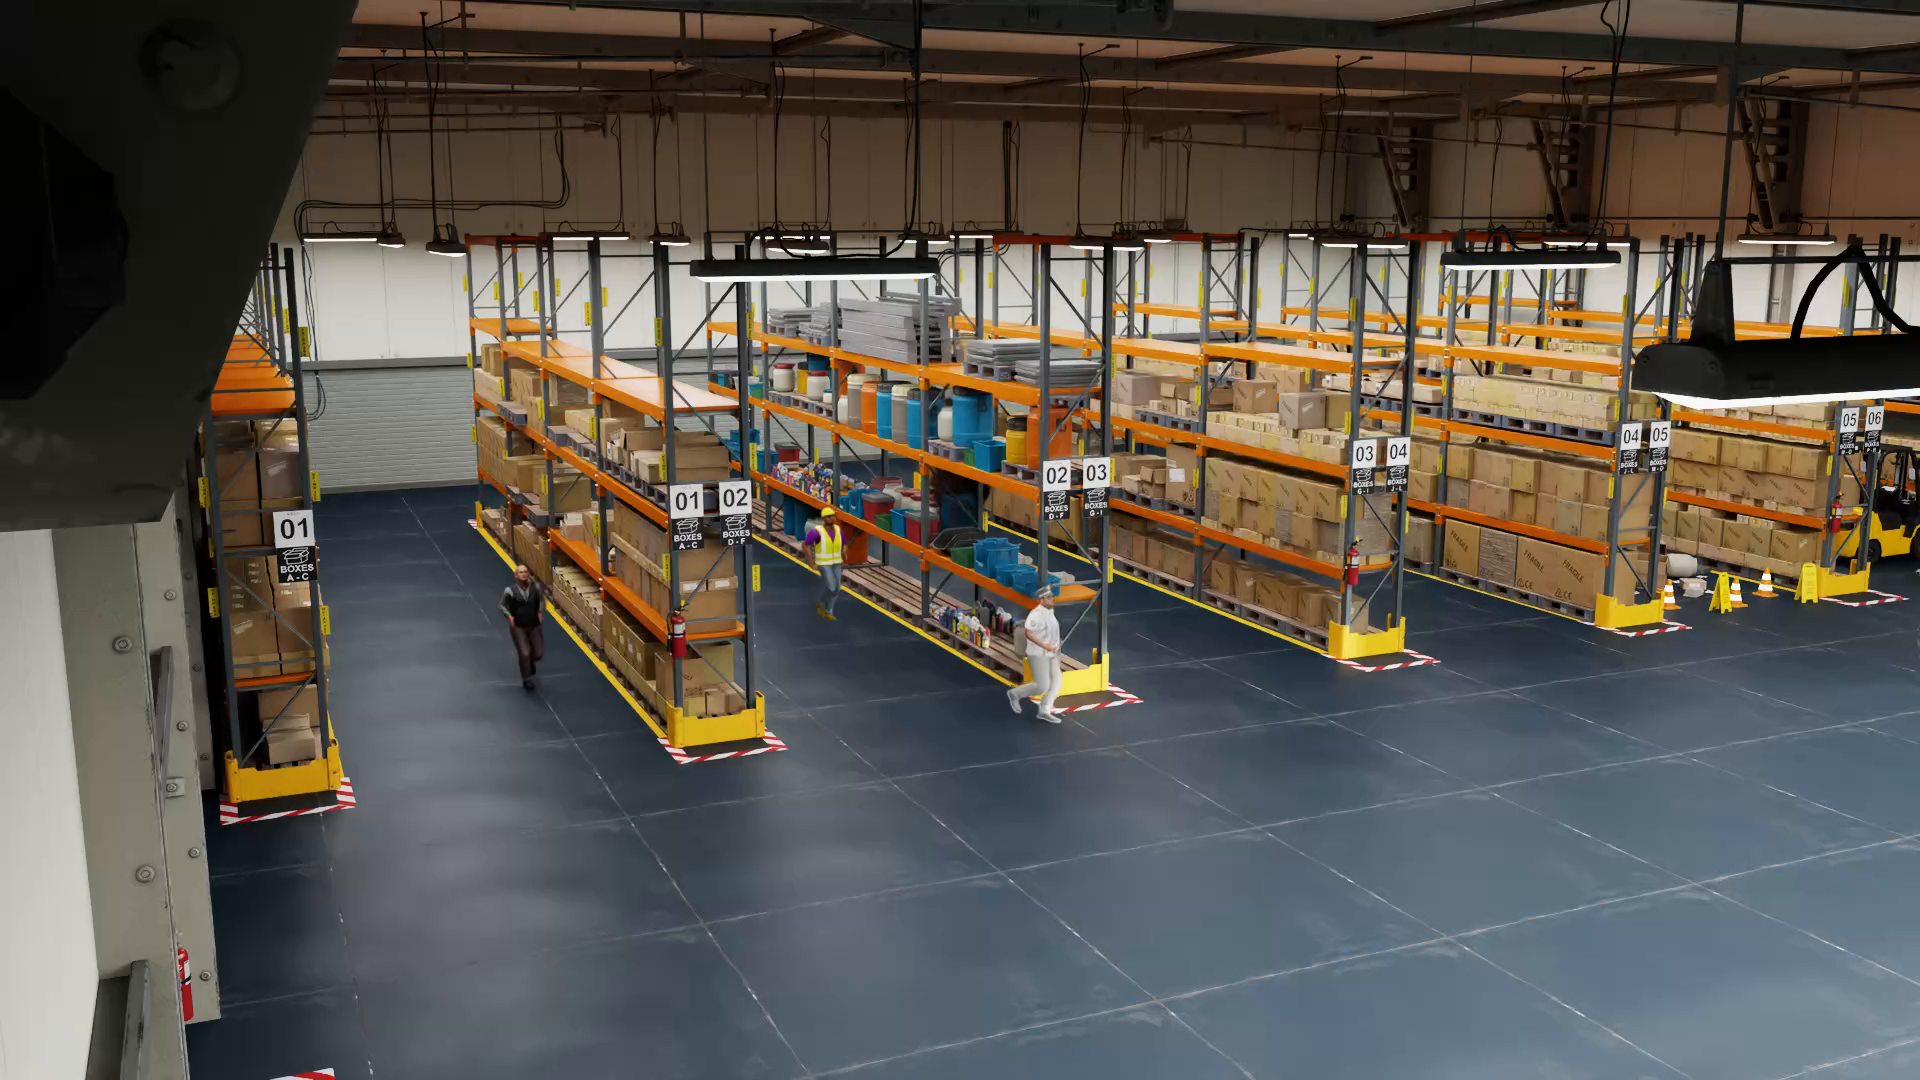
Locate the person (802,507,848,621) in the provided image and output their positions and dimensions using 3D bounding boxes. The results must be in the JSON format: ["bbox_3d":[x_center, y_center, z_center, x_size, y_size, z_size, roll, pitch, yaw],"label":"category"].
[{"bbox_3d":[-1.962,0.374,25.137,0.698,1.735,0.545,-7,13,-34],"label":"person"}]

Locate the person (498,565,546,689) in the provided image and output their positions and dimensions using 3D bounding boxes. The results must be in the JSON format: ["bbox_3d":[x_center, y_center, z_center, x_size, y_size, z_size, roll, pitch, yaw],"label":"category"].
[{"bbox_3d":[-5.951,1.169,22.704,0.659,1.673,0.614,-6,12,-28],"label":"person"}]

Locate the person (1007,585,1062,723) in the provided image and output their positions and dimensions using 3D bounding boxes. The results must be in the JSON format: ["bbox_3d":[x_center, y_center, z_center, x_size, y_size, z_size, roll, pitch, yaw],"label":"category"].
[{"bbox_3d":[1.006,1.431,21.234,0.705,1.760,0.682,6,12,27],"label":"person"}]
